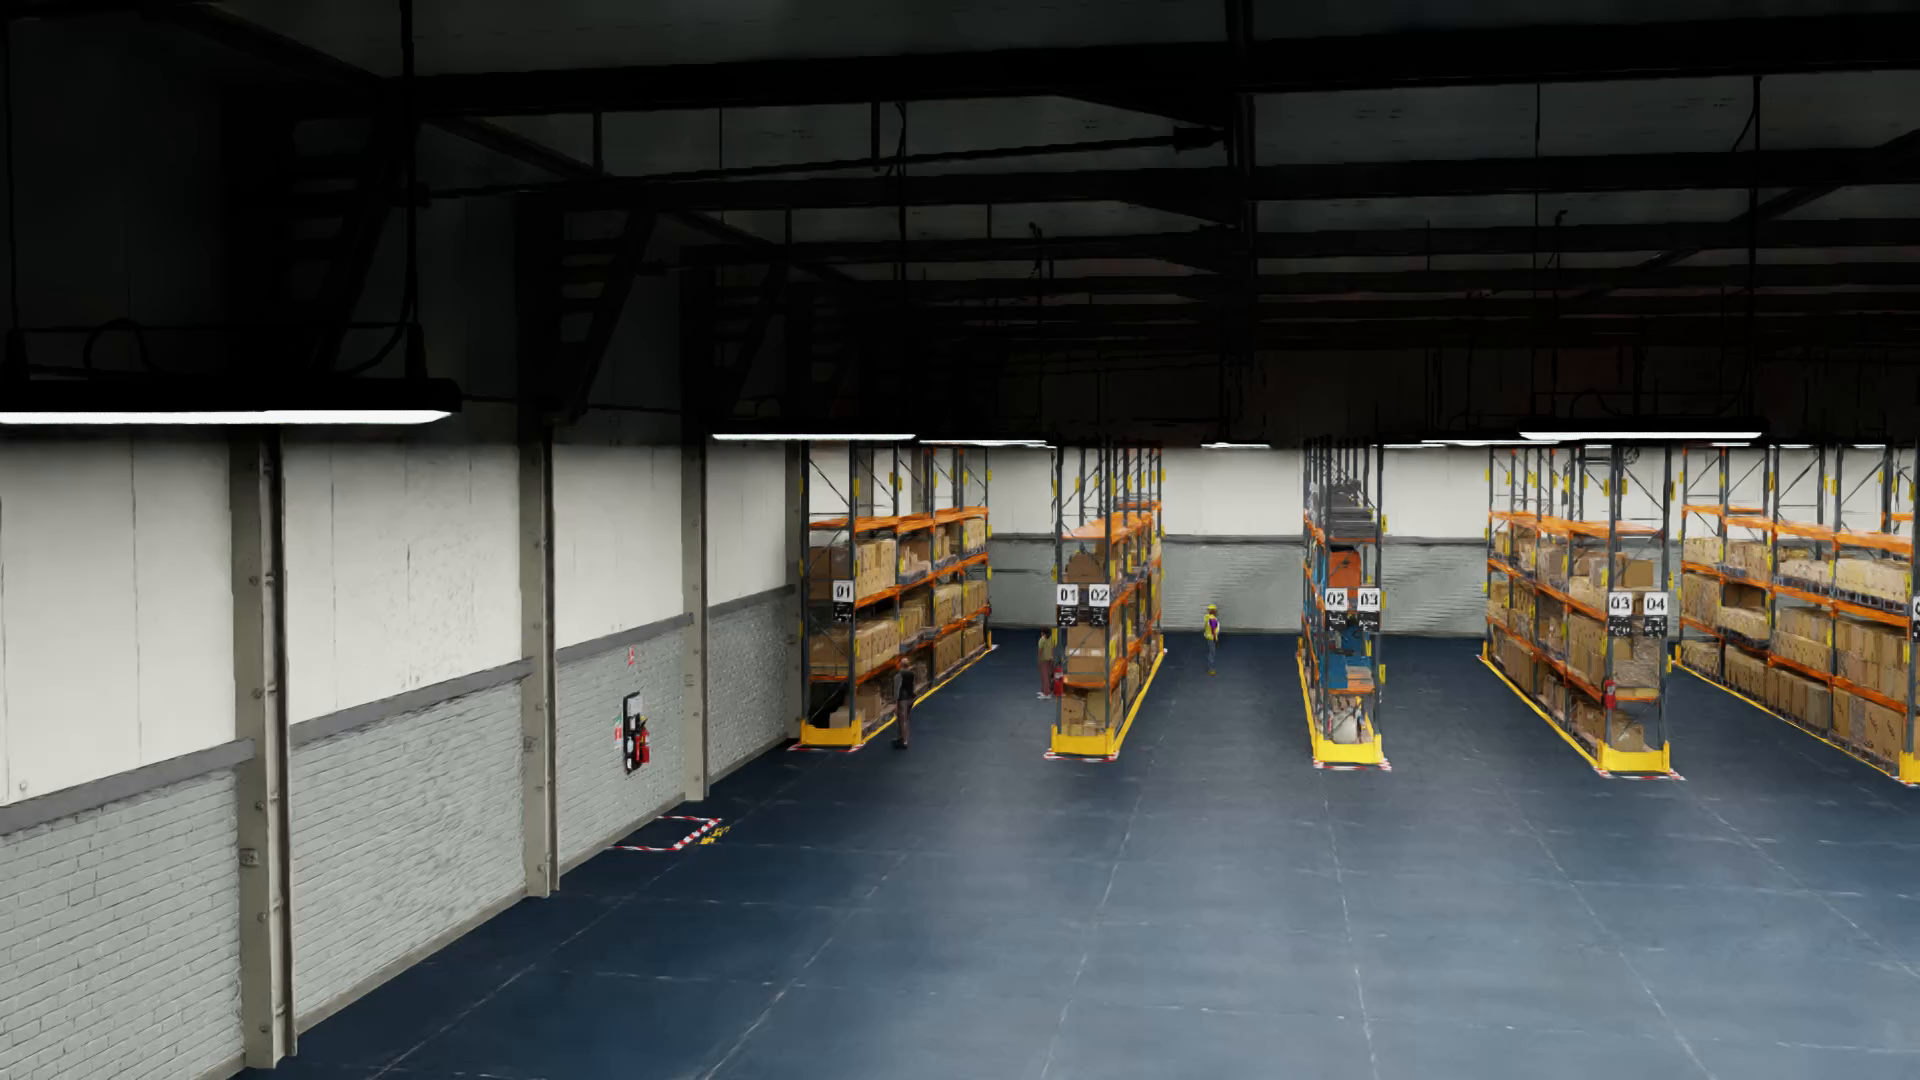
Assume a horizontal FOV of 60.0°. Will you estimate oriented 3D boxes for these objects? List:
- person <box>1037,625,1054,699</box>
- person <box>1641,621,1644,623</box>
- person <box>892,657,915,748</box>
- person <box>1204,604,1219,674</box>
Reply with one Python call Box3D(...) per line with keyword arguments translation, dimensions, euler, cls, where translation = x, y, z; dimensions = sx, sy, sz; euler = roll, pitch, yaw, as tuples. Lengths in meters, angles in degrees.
Box3D(translation=(1.941, 2.805, 38.360), dimensions=(0.553, 1.651, 0.562), euler=(3, 4, 40), cls="person")
Box3D(translation=(17.083, 2.628, 41.266), dimensions=(0.462, 1.723, 0.588), euler=(-1, 3, -17), cls="person")
Box3D(translation=(-1.124, 3.116, 32.102), dimensions=(0.535, 1.721, 0.616), euler=(2, 4, 37), cls="person")
Box3D(translation=(6.459, 2.518, 42.560), dimensions=(0.400, 1.769, 0.674), euler=(-1, 3, -10), cls="person")
